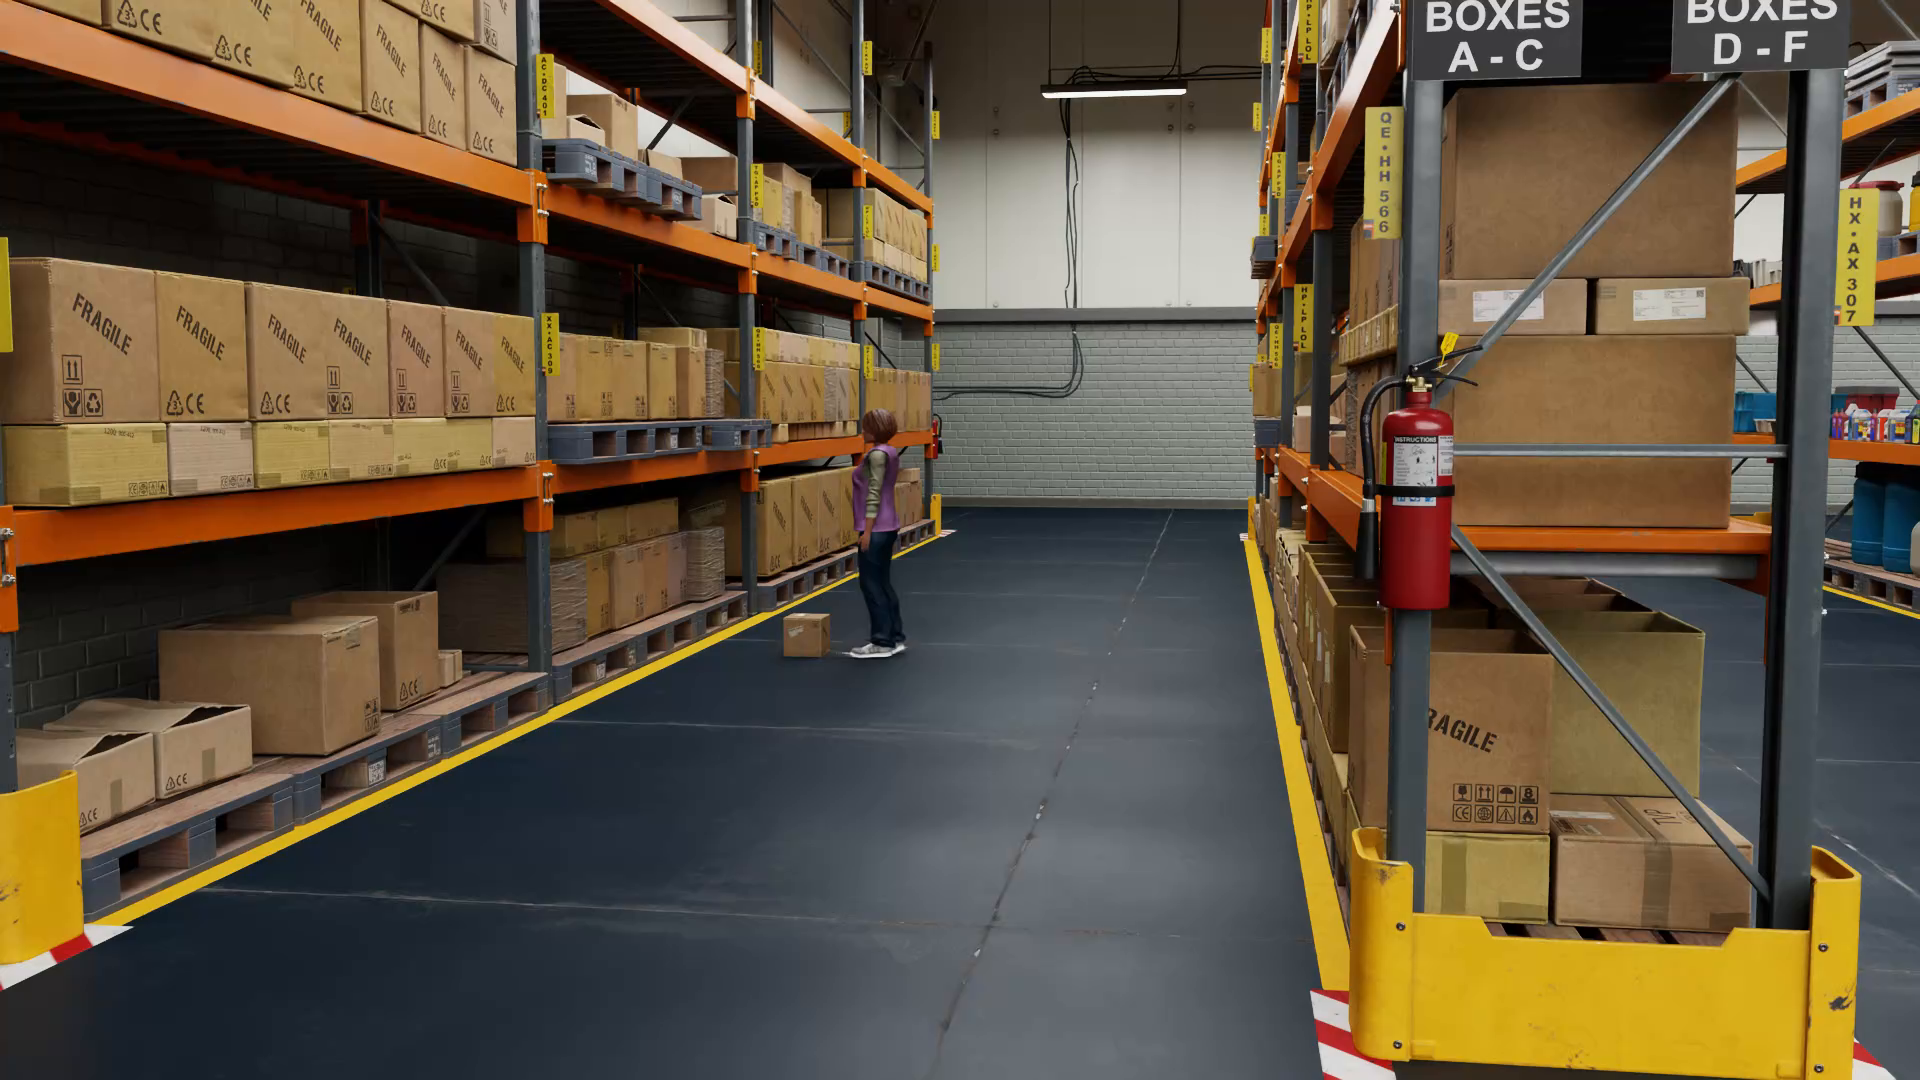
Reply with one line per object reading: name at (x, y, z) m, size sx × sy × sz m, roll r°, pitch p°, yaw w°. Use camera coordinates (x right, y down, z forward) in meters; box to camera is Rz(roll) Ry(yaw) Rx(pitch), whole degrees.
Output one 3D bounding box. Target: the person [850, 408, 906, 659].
person at (-0.531, -0.022, 10.659) m, size 0.326 × 1.609 × 0.406 m, roll 1°, pitch 5°, yaw 10°
